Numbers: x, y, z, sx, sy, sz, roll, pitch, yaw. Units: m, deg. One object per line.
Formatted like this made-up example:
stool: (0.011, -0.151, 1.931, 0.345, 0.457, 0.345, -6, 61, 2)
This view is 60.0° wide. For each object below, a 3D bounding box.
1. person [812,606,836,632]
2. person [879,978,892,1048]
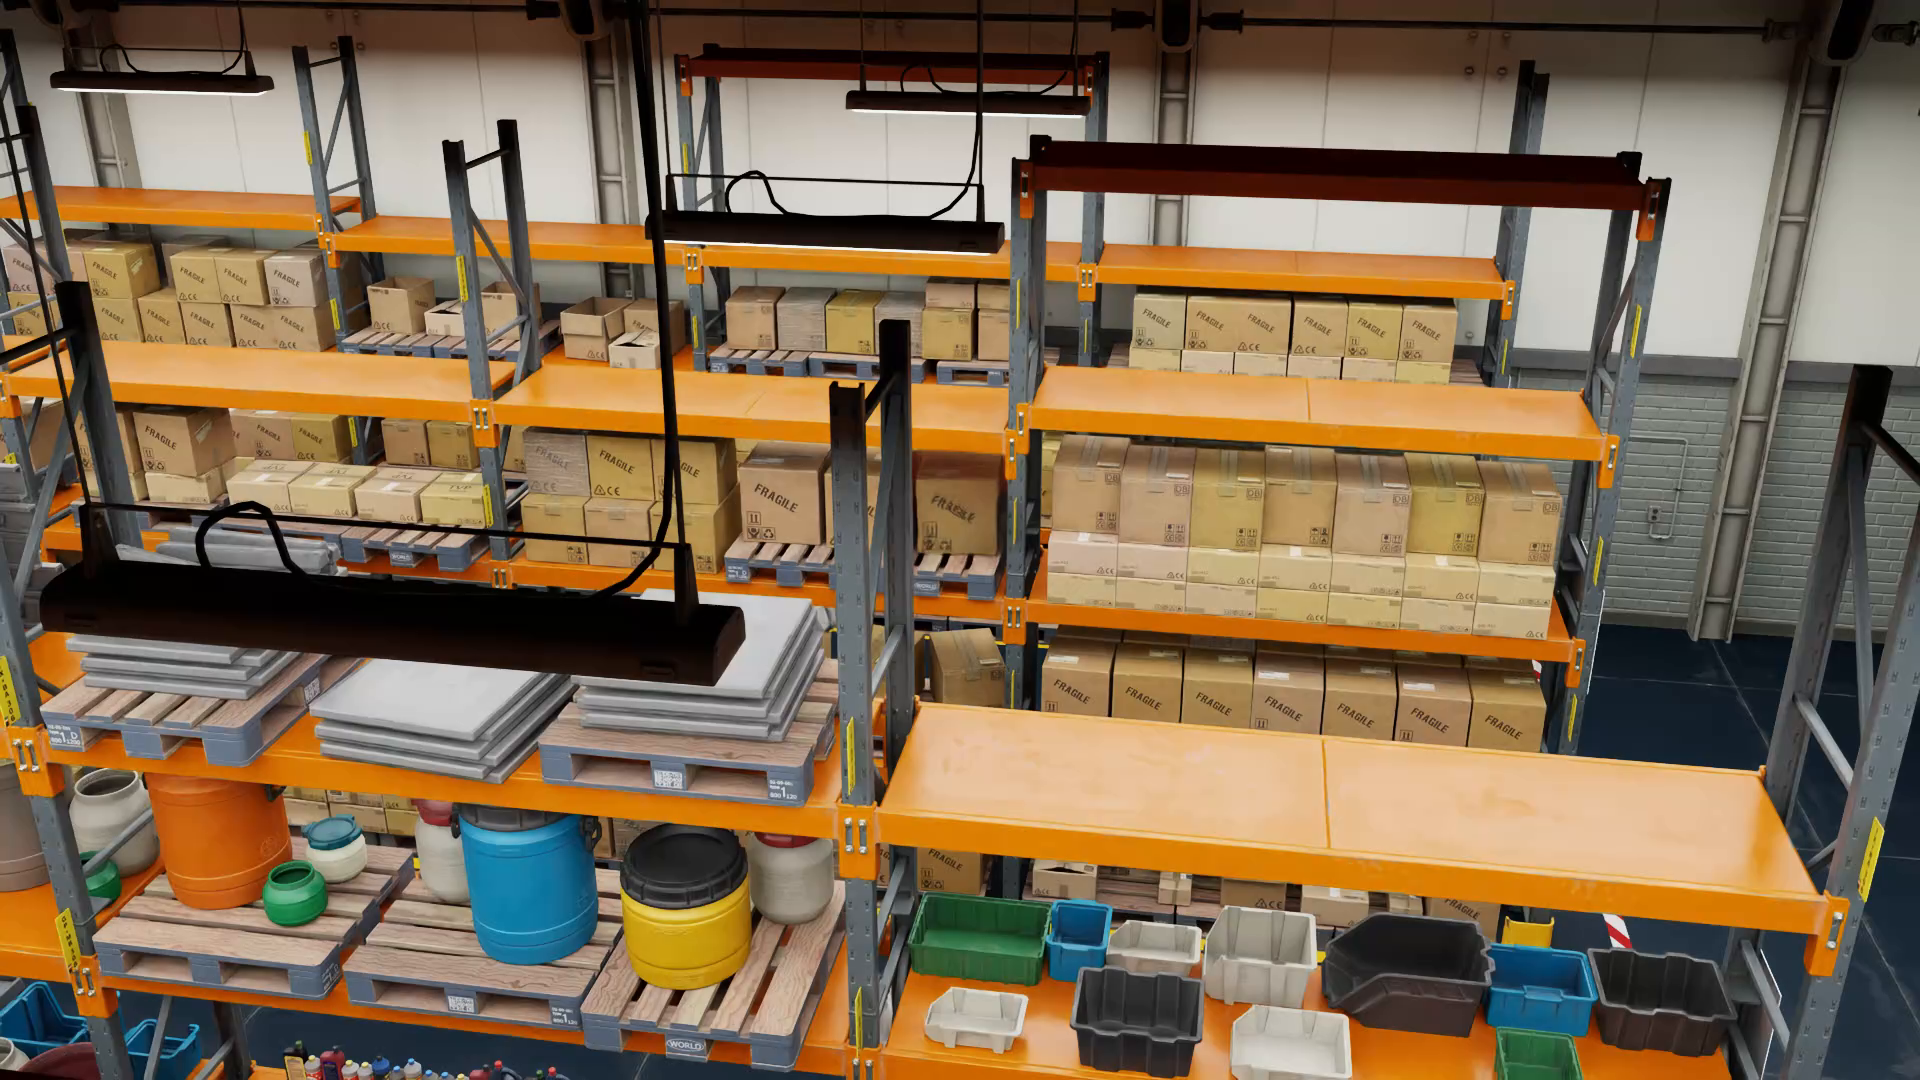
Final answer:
person: (-1.459, 0.460, 16.736, 0.544, 1.571, 0.481, 12, 26, 25)
person: (-0.316, 3.189, 10.168, 0.624, 1.685, 0.536, -1, 23, -2)
